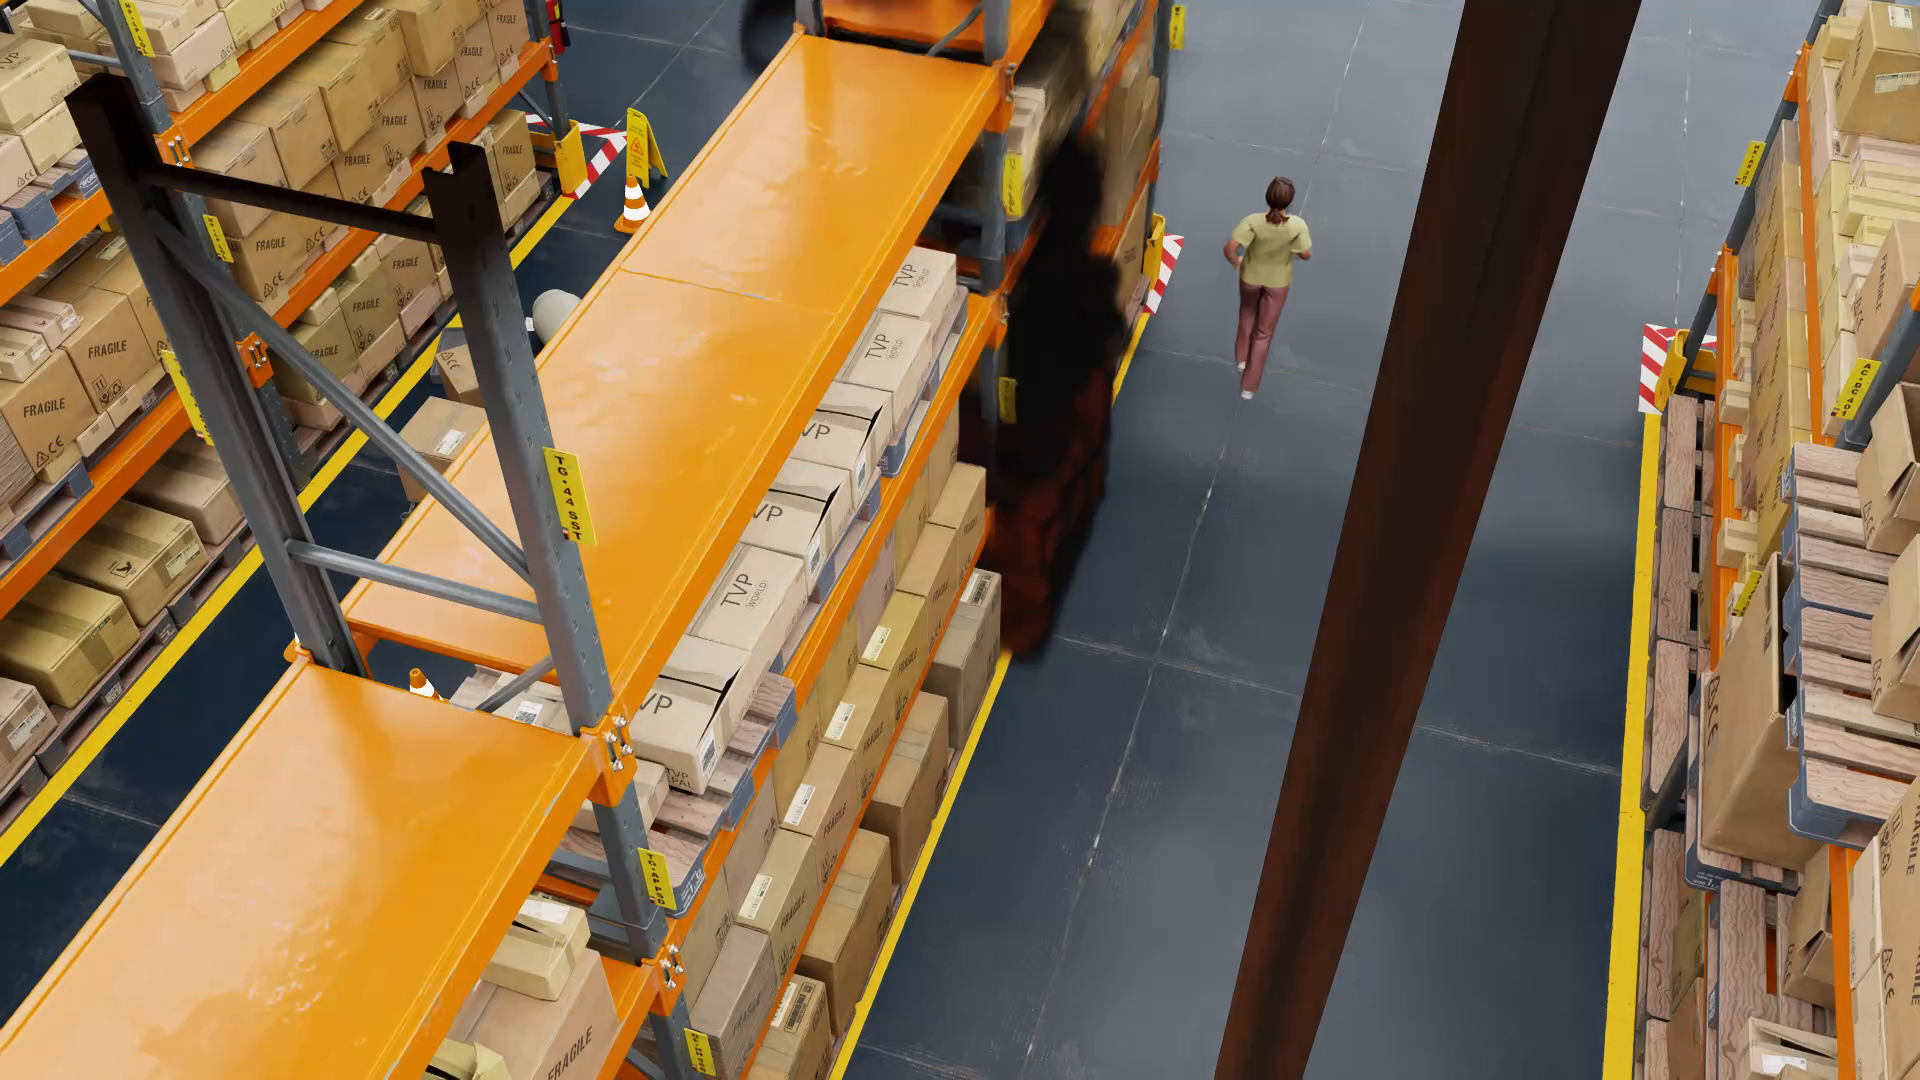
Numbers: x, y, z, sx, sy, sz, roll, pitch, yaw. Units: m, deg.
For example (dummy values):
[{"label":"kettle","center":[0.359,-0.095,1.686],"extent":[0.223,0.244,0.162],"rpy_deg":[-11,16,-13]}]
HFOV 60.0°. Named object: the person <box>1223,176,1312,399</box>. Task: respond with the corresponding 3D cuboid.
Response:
[{"label":"person","center":[2.056,-1.718,11.267],"extent":[0.558,1.758,0.652],"rpy_deg":[13,47,12]}]
